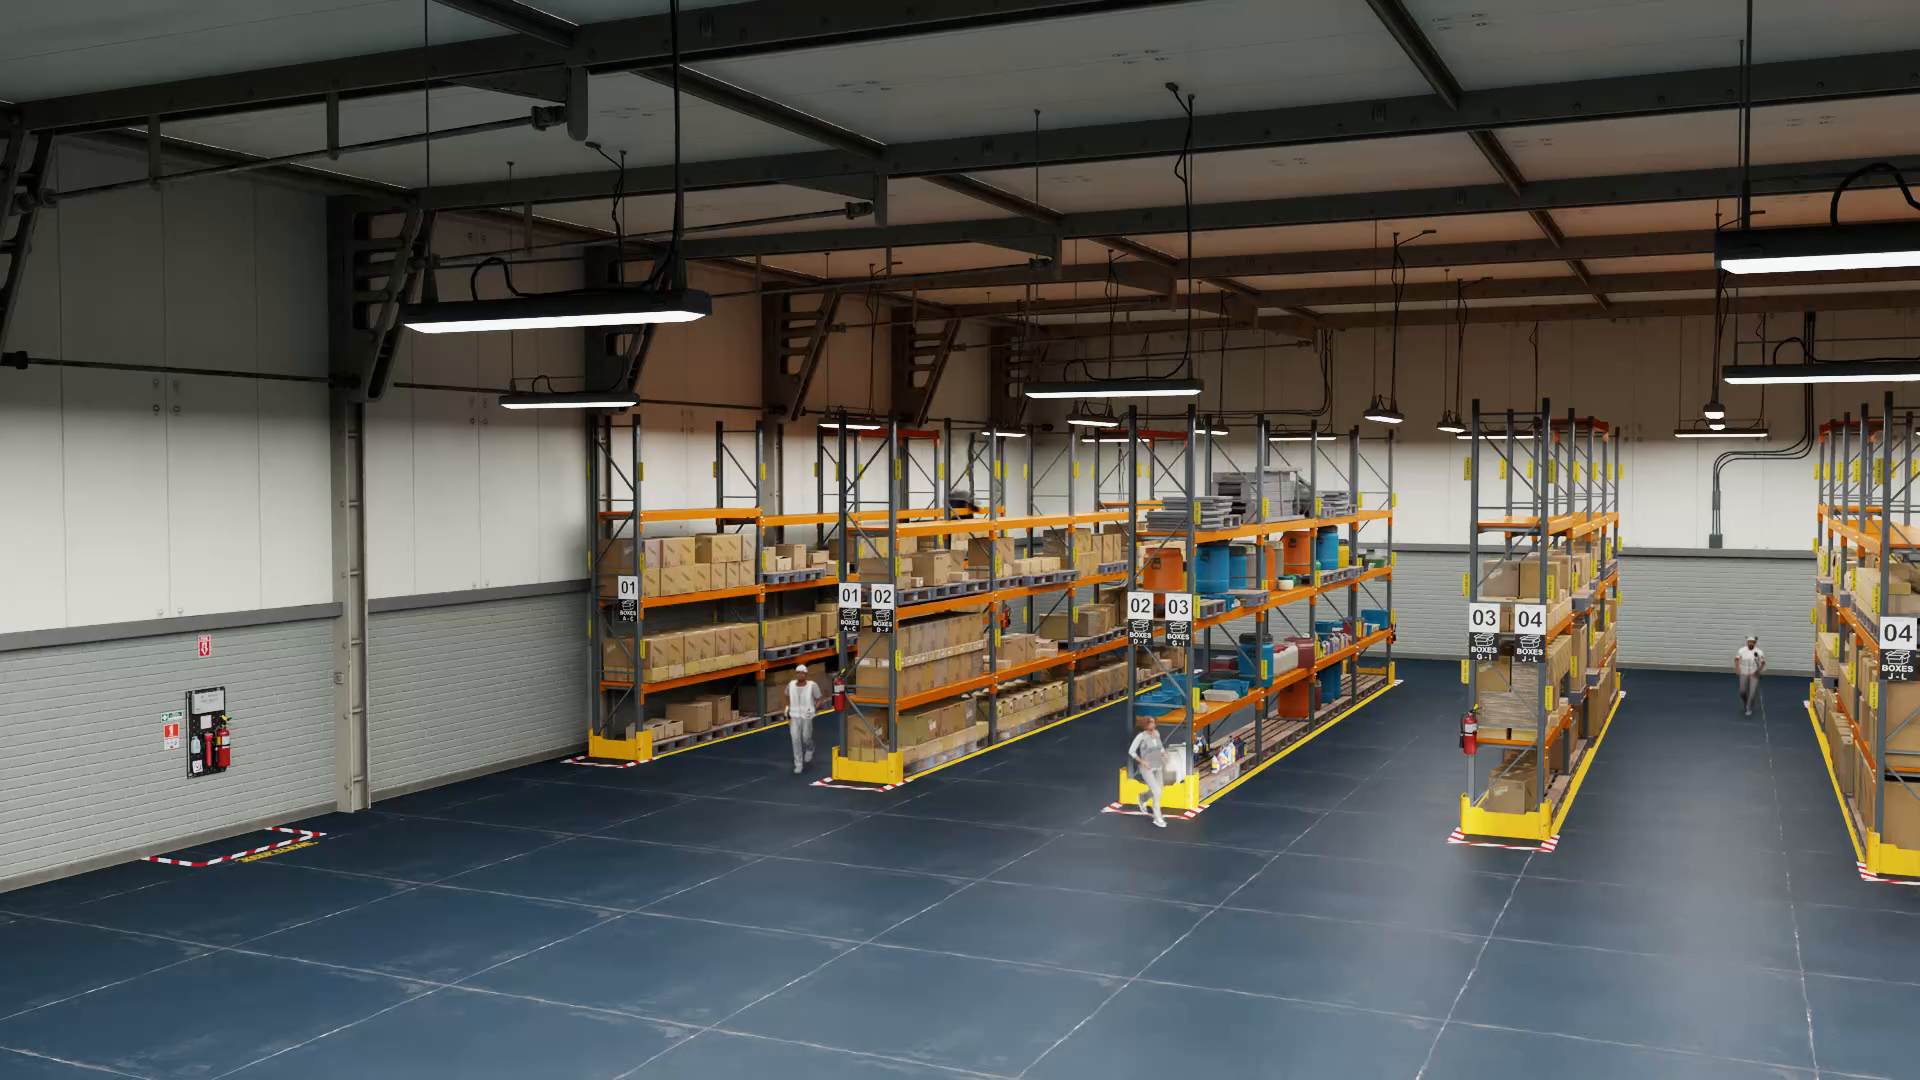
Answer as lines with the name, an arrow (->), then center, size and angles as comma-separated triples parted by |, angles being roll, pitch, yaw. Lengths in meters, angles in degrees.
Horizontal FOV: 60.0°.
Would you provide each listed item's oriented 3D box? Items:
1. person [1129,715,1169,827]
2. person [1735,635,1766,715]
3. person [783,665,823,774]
person -> 2.643, 3.257, 23.607 | 0.556, 1.569, 0.664 | -2, 3, -35
person -> 16.300, 2.777, 34.310 | 0.600, 1.676, 0.523 | 1, 3, 32
person -> -2.646, 2.978, 27.938 | 0.688, 1.782, 0.845 | 0, 2, 5
